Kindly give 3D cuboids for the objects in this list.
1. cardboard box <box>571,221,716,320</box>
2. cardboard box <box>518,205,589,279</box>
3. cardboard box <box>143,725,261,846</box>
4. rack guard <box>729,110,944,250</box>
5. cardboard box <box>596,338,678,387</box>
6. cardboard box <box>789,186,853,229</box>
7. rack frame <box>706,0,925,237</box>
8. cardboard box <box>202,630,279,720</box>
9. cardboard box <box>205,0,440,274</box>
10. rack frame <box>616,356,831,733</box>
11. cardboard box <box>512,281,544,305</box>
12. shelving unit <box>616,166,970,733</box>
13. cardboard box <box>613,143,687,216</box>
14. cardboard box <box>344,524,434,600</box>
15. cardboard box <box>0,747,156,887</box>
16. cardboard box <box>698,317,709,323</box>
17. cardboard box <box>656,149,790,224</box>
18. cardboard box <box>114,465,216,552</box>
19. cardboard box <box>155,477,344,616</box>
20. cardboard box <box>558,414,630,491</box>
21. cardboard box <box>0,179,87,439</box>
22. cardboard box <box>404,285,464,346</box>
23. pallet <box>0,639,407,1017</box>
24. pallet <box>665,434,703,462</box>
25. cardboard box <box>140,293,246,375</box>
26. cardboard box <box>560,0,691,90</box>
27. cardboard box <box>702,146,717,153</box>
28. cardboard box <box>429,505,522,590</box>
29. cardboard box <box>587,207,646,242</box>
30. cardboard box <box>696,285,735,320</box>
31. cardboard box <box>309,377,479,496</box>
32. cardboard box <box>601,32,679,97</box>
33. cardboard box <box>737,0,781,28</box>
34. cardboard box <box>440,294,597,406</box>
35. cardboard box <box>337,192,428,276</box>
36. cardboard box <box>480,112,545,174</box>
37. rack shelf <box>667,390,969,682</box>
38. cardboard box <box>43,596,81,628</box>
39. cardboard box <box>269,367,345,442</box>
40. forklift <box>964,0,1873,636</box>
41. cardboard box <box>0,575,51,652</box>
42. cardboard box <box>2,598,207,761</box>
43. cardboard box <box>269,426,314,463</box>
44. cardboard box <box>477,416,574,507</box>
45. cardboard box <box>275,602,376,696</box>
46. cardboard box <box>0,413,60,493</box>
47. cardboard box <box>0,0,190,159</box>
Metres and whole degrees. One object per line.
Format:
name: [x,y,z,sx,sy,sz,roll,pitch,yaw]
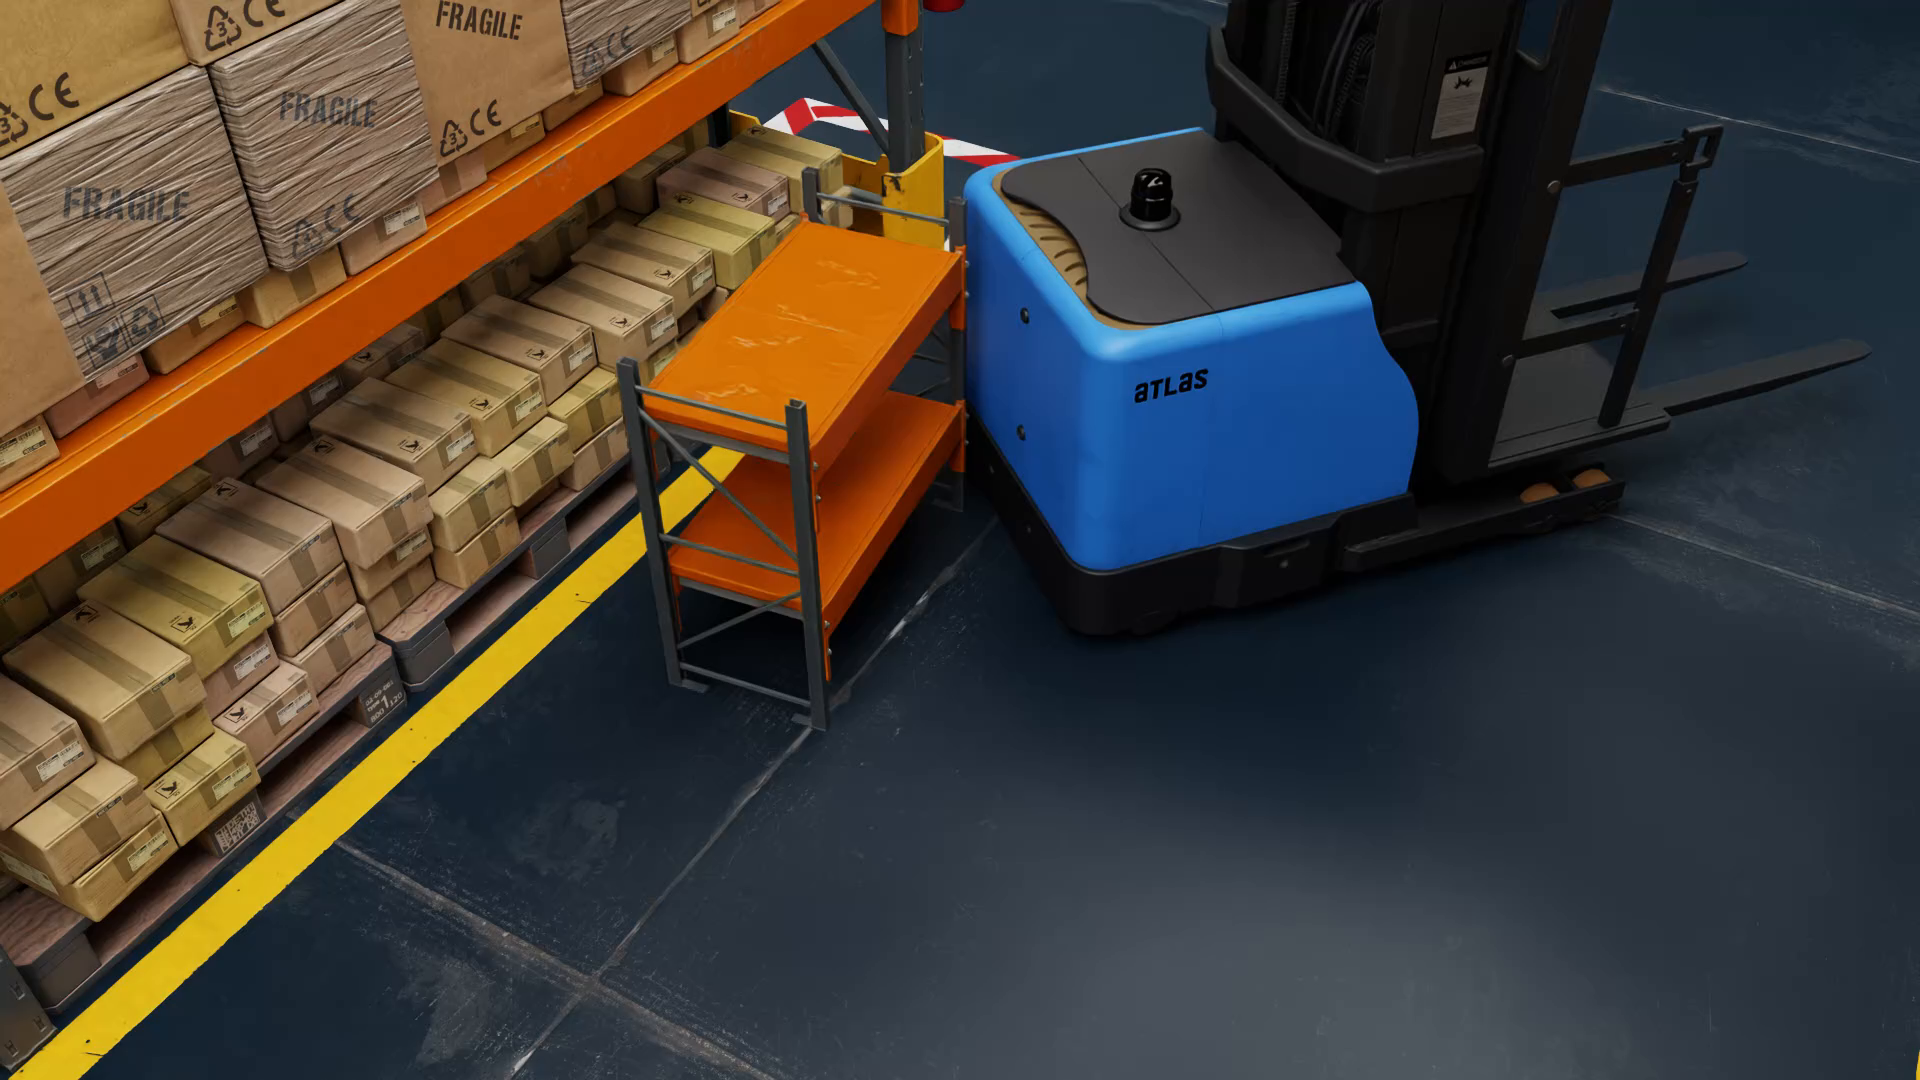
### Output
cardboard box: [-1.017,-0.864,5.350,0.380,0.149,0.250,19,45,20]
cardboard box: [-1.471,-1.037,5.547,0.380,0.149,0.250,19,45,20]
cardboard box: [-2.000,0.565,4.178,0.380,0.149,0.250,22,46,23]
rack guard: [-0.630,-1.400,6.462,1.175,0.500,0.348,21,45,22]
cardboard box: [-1.115,-0.586,5.260,0.380,0.149,0.250,22,46,23]
cardboard box: [-0.609,-1.185,5.940,0.380,0.149,0.250,20,45,21]
rack frame: [-0.592,-2.382,5.685,1.000,3.000,0.127,21,45,22]
cardboard box: [-1.995,0.280,4.276,0.380,0.149,0.250,21,45,22]
cardboard box: [-1.603,-1.004,3.820,0.500,0.500,0.500,20,45,21]
rack frame: [-0.599,0.044,4.349,0.500,1.125,0.032,15,44,16]
cardboard box: [-1.581,-0.765,5.463,0.380,0.149,0.250,19,45,20]
shelving unit: [-0.408,-0.267,4.702,0.538,1.125,1.048,15,44,16]
cardboard box: [-1.182,-1.308,5.854,0.380,0.149,0.250,22,46,23]
cardboard box: [-1.700,-0.023,4.620,0.380,0.149,0.250,23,46,24]
cardboard box: [-2.135,0.606,3.906,0.380,0.149,0.250,23,46,24]
cardboard box: [-0.922,-0.796,5.723,0.380,0.149,0.250,21,45,22]
cardboard box: [-0.813,-1.181,5.711,0.380,0.149,0.250,22,46,23]
cardboard box: [-2.231,-0.120,4.506,0.380,0.149,0.250,22,46,23]
cardboard box: [-1.858,0.012,4.356,0.380,0.149,0.250,20,45,21]
cardboard box: [-1.262,-0.334,5.199,0.380,0.149,0.250,22,46,23]
cardboard box: [-2.127,-0.442,3.182,0.500,0.500,0.500,20,45,21]
cardboard box: [-1.789,-0.746,5.216,0.380,0.149,0.250,22,46,23]
pallet: [-2.288,0.558,4.457,1.003,0.211,1.213,21,45,22]
pallet: [-1.067,-0.838,6.042,1.003,0.211,1.213,21,45,22]
cardboard box: [-1.874,-0.548,3.793,0.380,0.149,0.250,19,45,20]
cardboard box: [-1.101,-1.602,4.499,0.500,0.500,0.500,21,46,22]
cardboard box: [-1.076,-1.366,6.146,0.380,0.149,0.250,23,46,24]
cardboard box: [-1.519,-0.038,4.863,0.380,0.149,0.250,20,45,21]
cardboard box: [-1.308,-1.059,5.797,0.380,0.149,0.250,21,46,23]
cardboard box: [-0.867,-0.887,5.601,0.380,0.149,0.250,19,45,20]
cardboard box: [-1.595,-0.290,4.699,0.380,0.149,0.250,19,45,20]
cardboard box: [-1.044,-1.434,4.799,0.380,0.149,0.250,19,45,20]
cardboard box: [-0.780,-1.729,5.134,0.380,0.149,0.250,20,45,22]
cardboard box: [-1.331,-0.577,5.025,0.380,0.149,0.250,19,45,21]
cardboard box: [-1.551,-0.822,4.104,0.380,0.149,0.250,23,46,24]
cardboard box: [-1.350,-1.142,4.467,0.380,0.149,0.250,22,46,23]
rack shelf: [-0.408,-0.084,4.864,0.538,0.278,1.000,15,44,16]
cardboard box: [-2.467,0.104,4.476,0.380,0.149,0.250,19,45,21]
cardboard box: [-2.052,-0.464,4.897,0.380,0.149,0.250,19,45,21]
forklift: [1.568,-1.428,4.654,3.031,2.935,1.130,-14,43,-15]
cardboard box: [-2.547,0.147,4.202,0.380,0.149,0.250,21,46,23]
cardboard box: [-2.052,0.330,3.995,0.380,0.149,0.250,23,46,24]
cardboard box: [-1.995,-0.306,4.942,0.380,0.149,0.250,19,45,20]
cardboard box: [-1.373,-0.279,4.911,0.380,0.149,0.250,21,46,22]
cardboard box: [-1.837,0.244,4.543,0.380,0.149,0.250,20,45,21]
cardboard box: [-2.103,-0.225,3.426,0.380,0.149,0.250,22,46,23]
cardboard box: [-1.910,-1.096,3.168,0.500,0.500,0.500,20,45,21]
